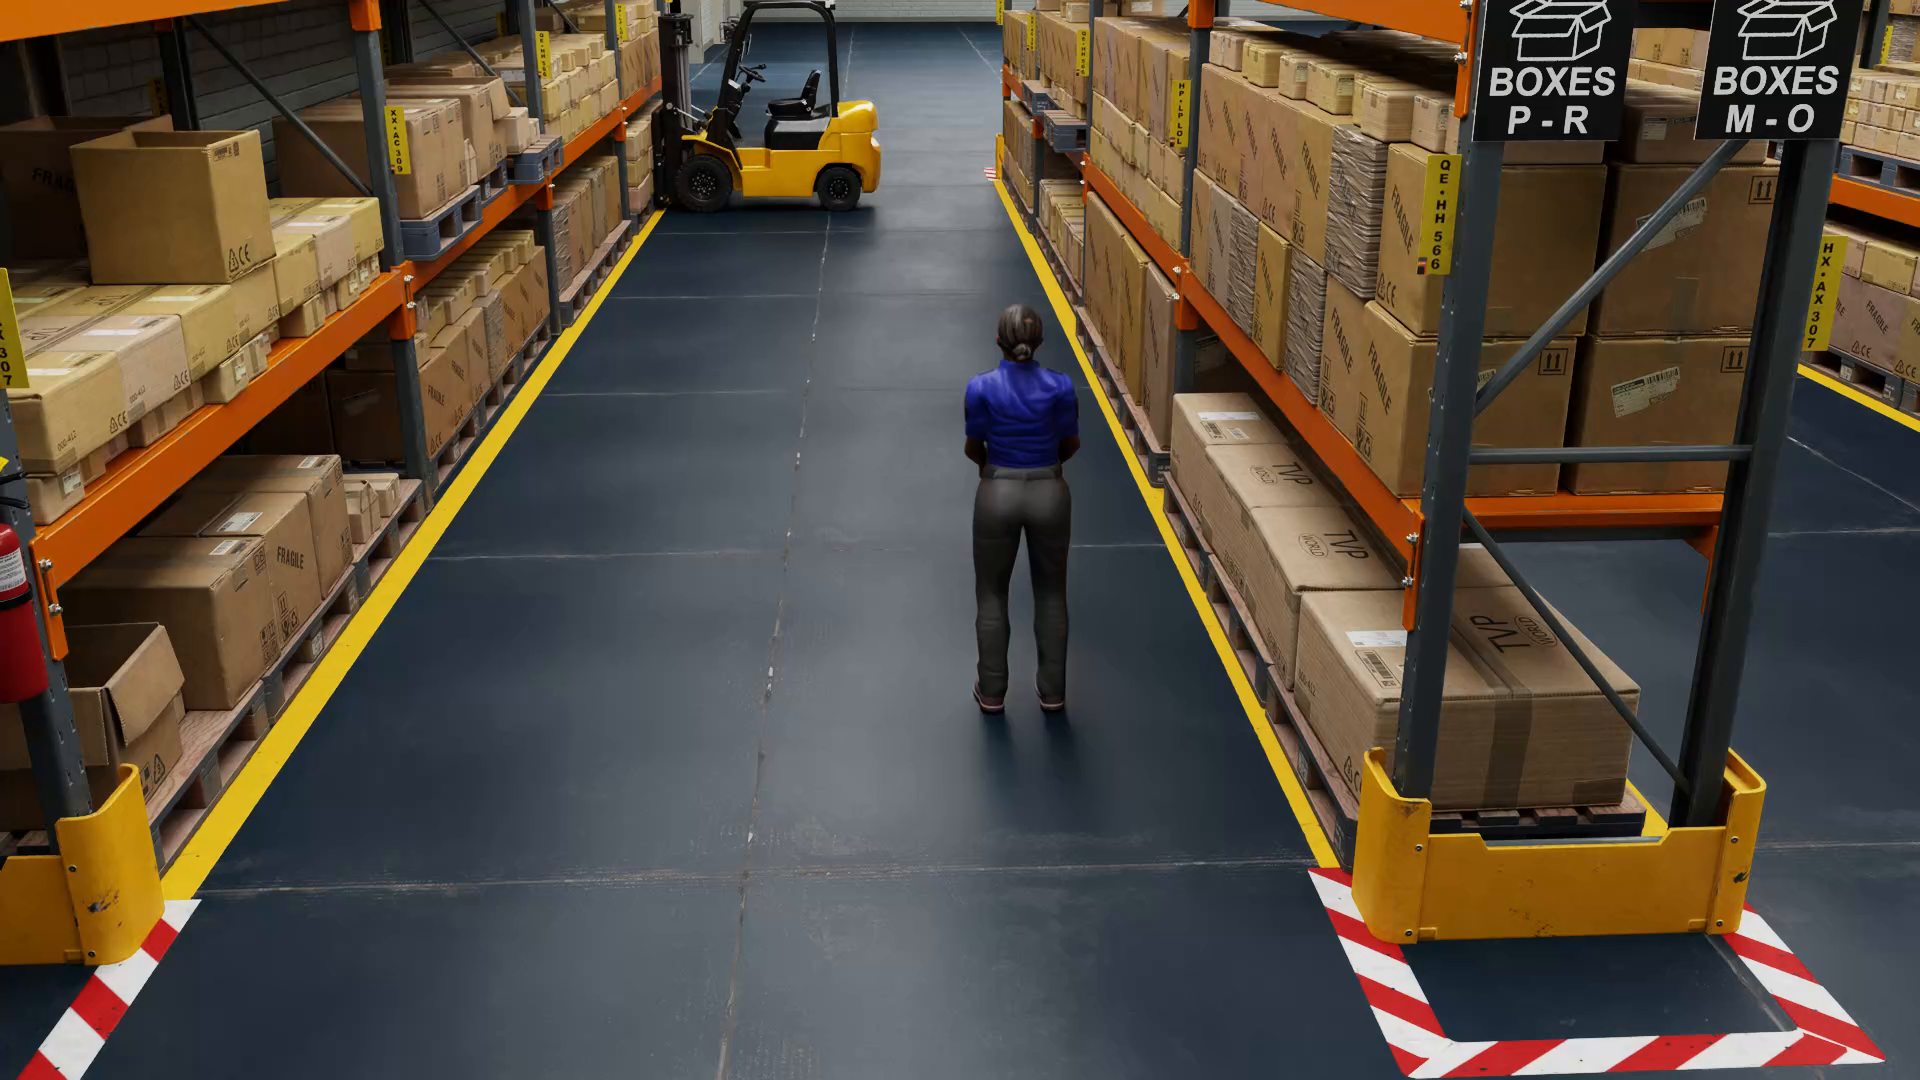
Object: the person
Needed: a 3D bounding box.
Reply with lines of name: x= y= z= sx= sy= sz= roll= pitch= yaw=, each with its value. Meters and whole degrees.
person: x=0.236 y=-0.146 z=6.490 sx=0.450 sy=1.646 sz=0.517 roll=0 pitch=21 yaw=-1
